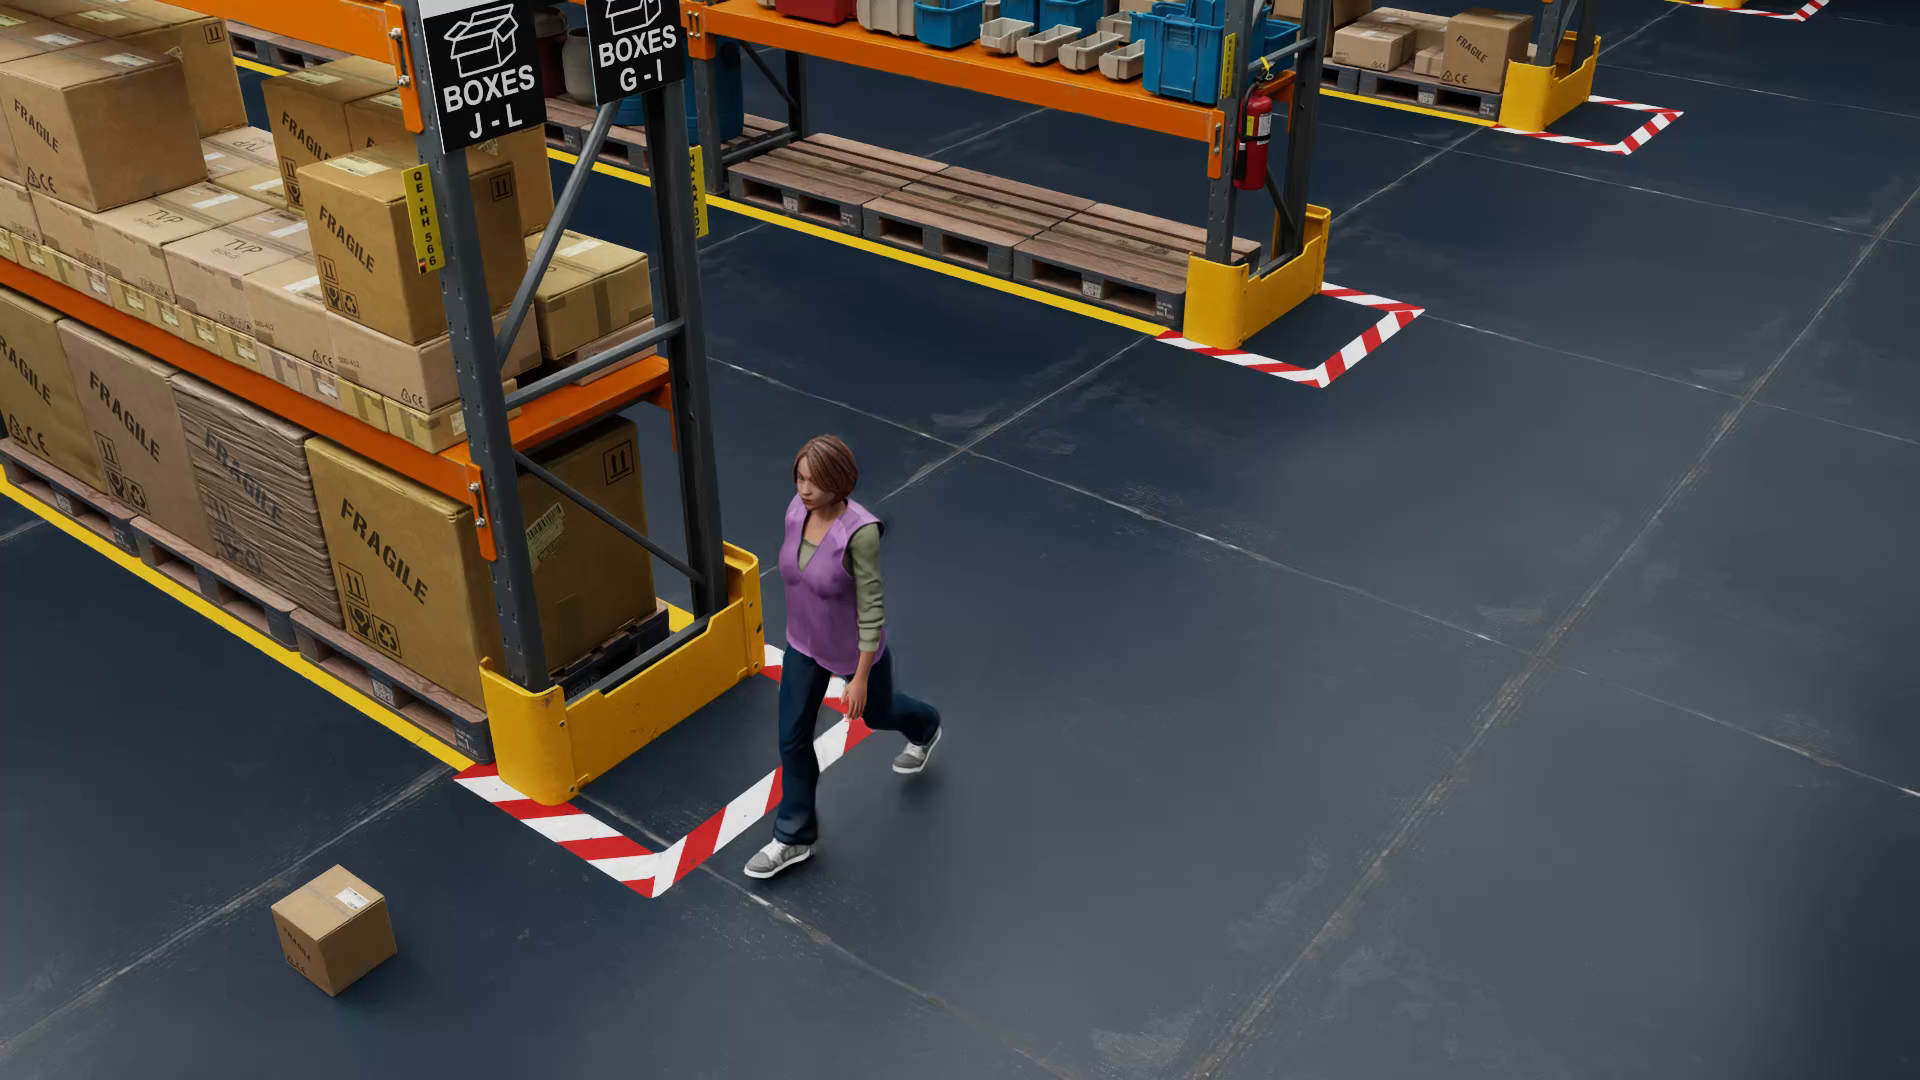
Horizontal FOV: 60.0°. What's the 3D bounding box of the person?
[{"bbox_3d":[-0.393,0.338,5.587,0.442,1.547,0.955,19,36,29],"label":"person"}]
